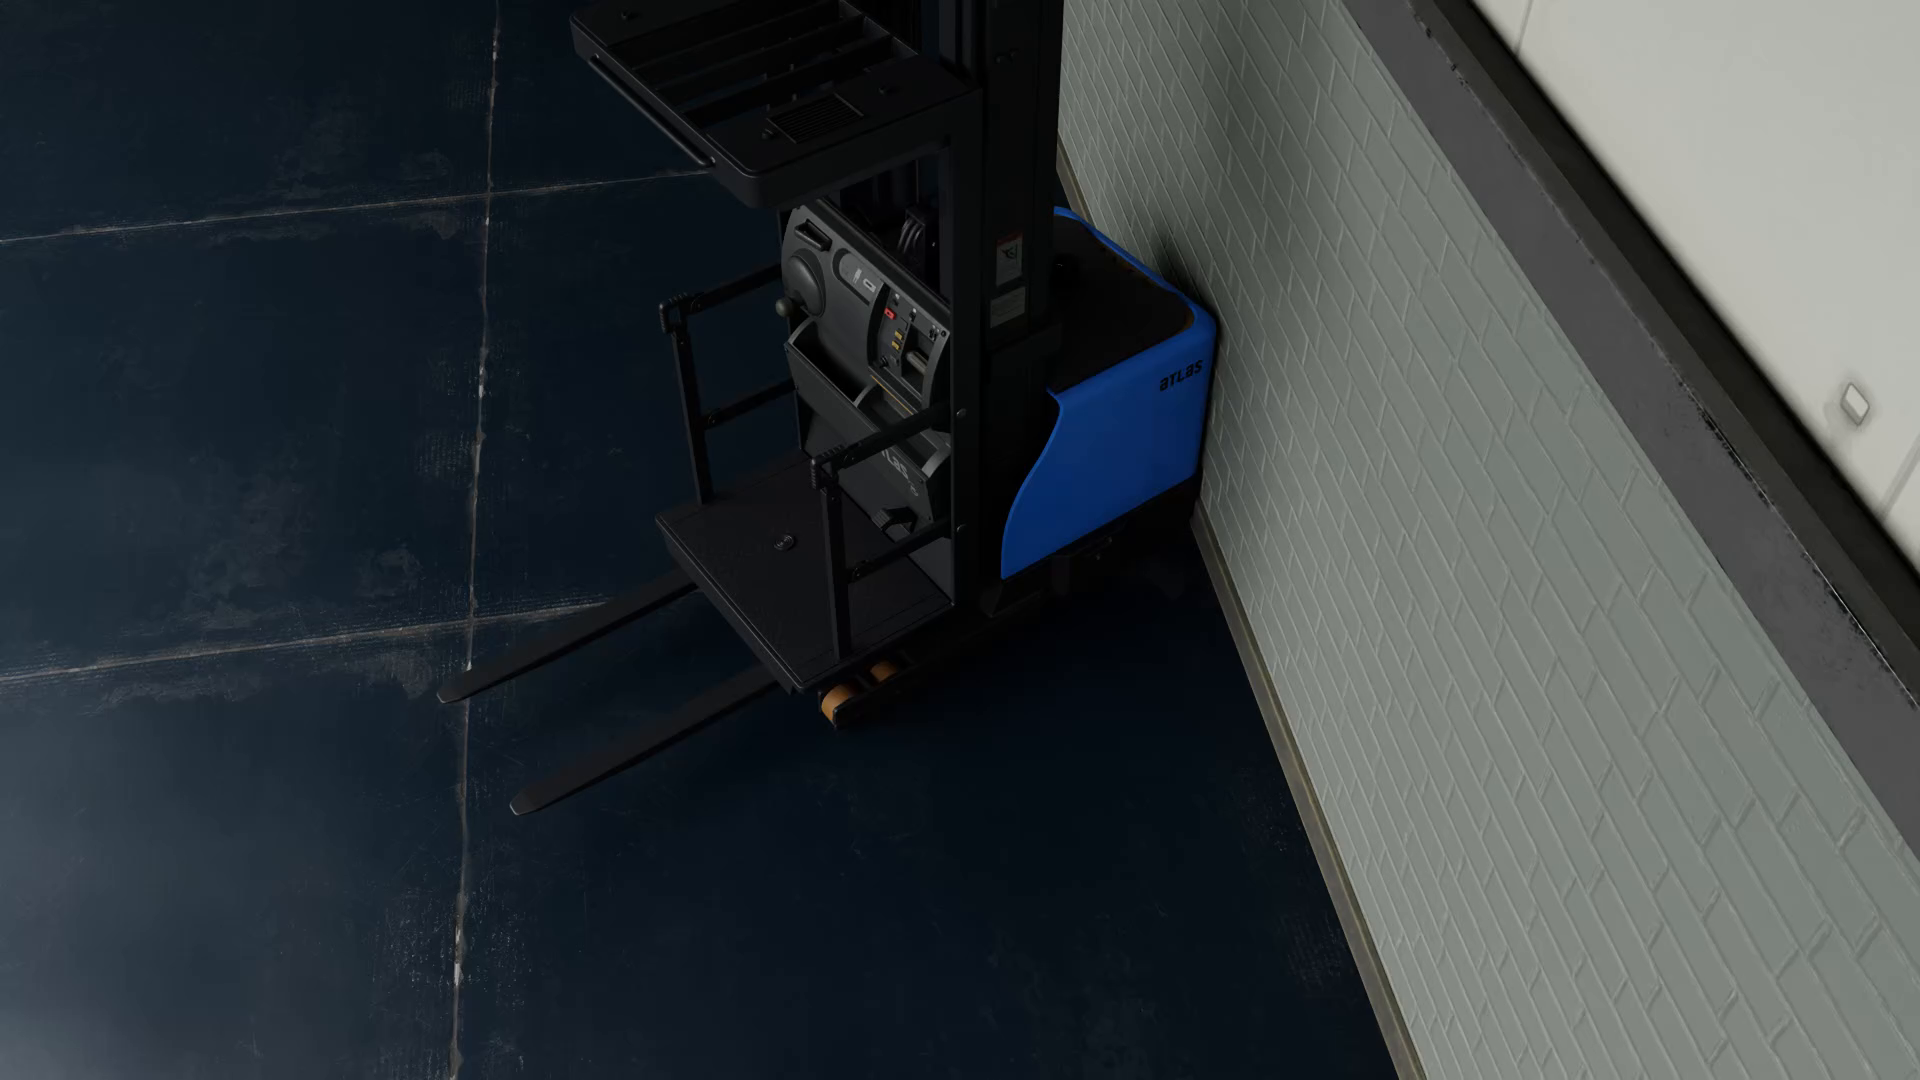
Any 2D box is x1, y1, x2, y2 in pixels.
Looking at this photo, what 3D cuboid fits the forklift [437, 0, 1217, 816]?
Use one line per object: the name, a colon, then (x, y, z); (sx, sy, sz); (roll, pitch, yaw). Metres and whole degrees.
forklift: (-0.503, -0.752, 5.632); (3.031, 2.935, 1.130); (-28, 52, -24)
